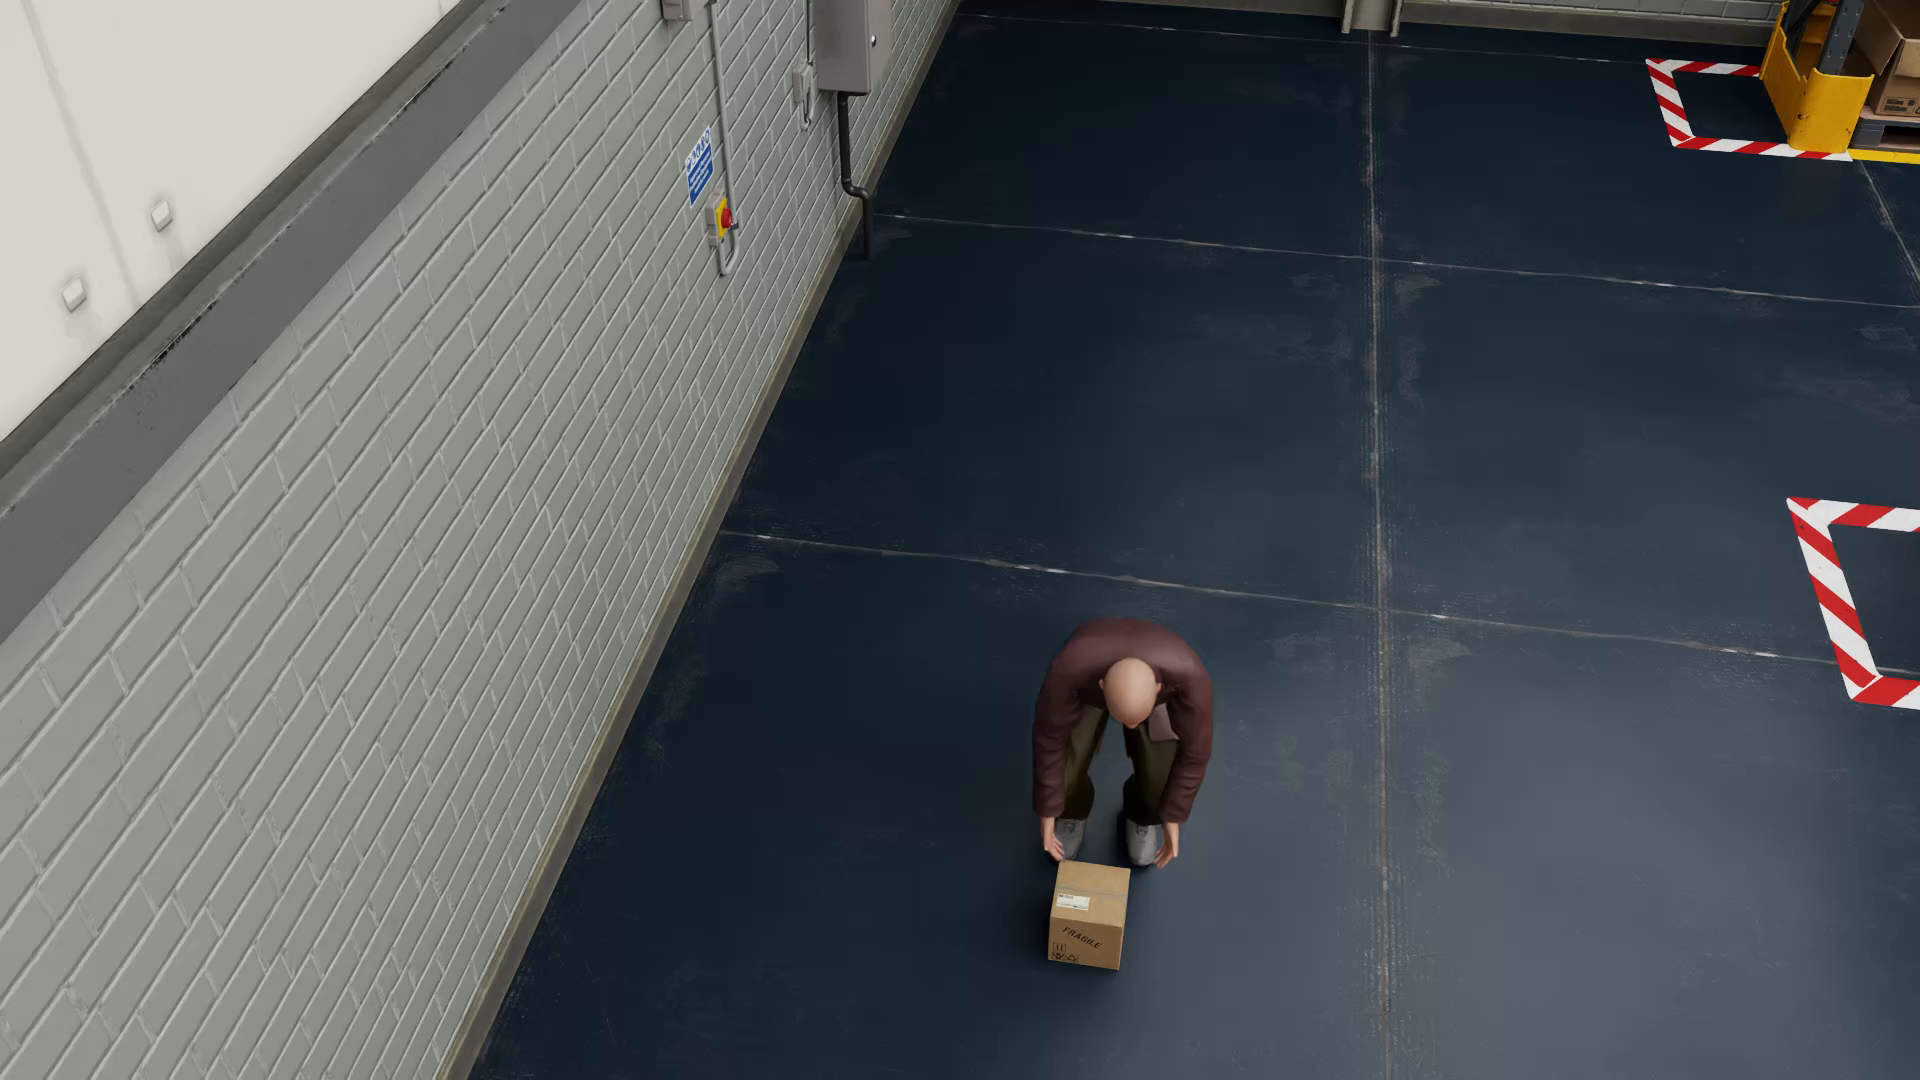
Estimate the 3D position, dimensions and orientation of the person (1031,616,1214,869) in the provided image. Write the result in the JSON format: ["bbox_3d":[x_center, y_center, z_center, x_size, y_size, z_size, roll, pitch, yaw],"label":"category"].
[{"bbox_3d":[0.565,0.665,5.818,0.626,1.211,0.816,6,40,8],"label":"person"}]
